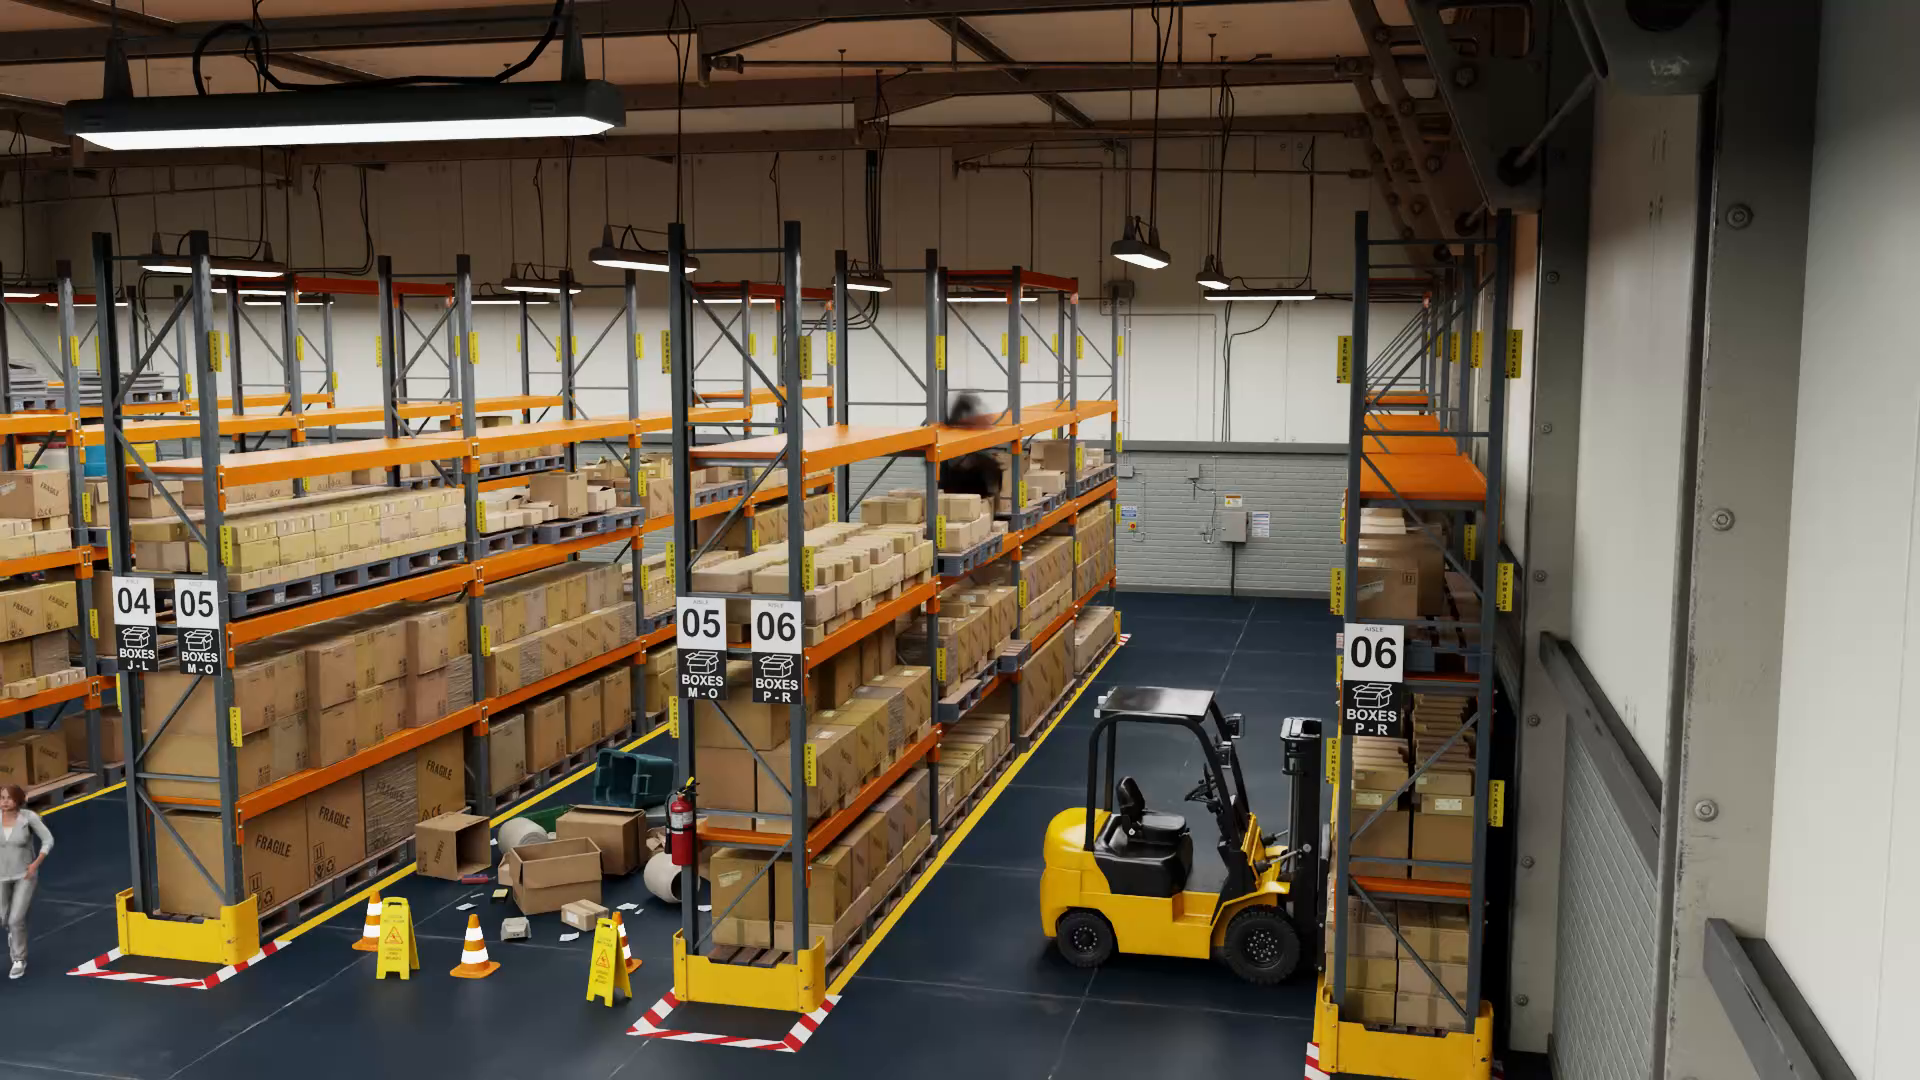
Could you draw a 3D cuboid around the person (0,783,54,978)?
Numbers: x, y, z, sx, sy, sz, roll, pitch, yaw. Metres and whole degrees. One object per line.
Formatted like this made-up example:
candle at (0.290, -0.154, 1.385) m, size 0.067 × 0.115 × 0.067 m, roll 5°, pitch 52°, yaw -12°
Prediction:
person at (-7.731, 2.748, 13.636) m, size 0.577 × 1.569 × 0.572 m, roll -2°, pitch 7°, yaw -17°
